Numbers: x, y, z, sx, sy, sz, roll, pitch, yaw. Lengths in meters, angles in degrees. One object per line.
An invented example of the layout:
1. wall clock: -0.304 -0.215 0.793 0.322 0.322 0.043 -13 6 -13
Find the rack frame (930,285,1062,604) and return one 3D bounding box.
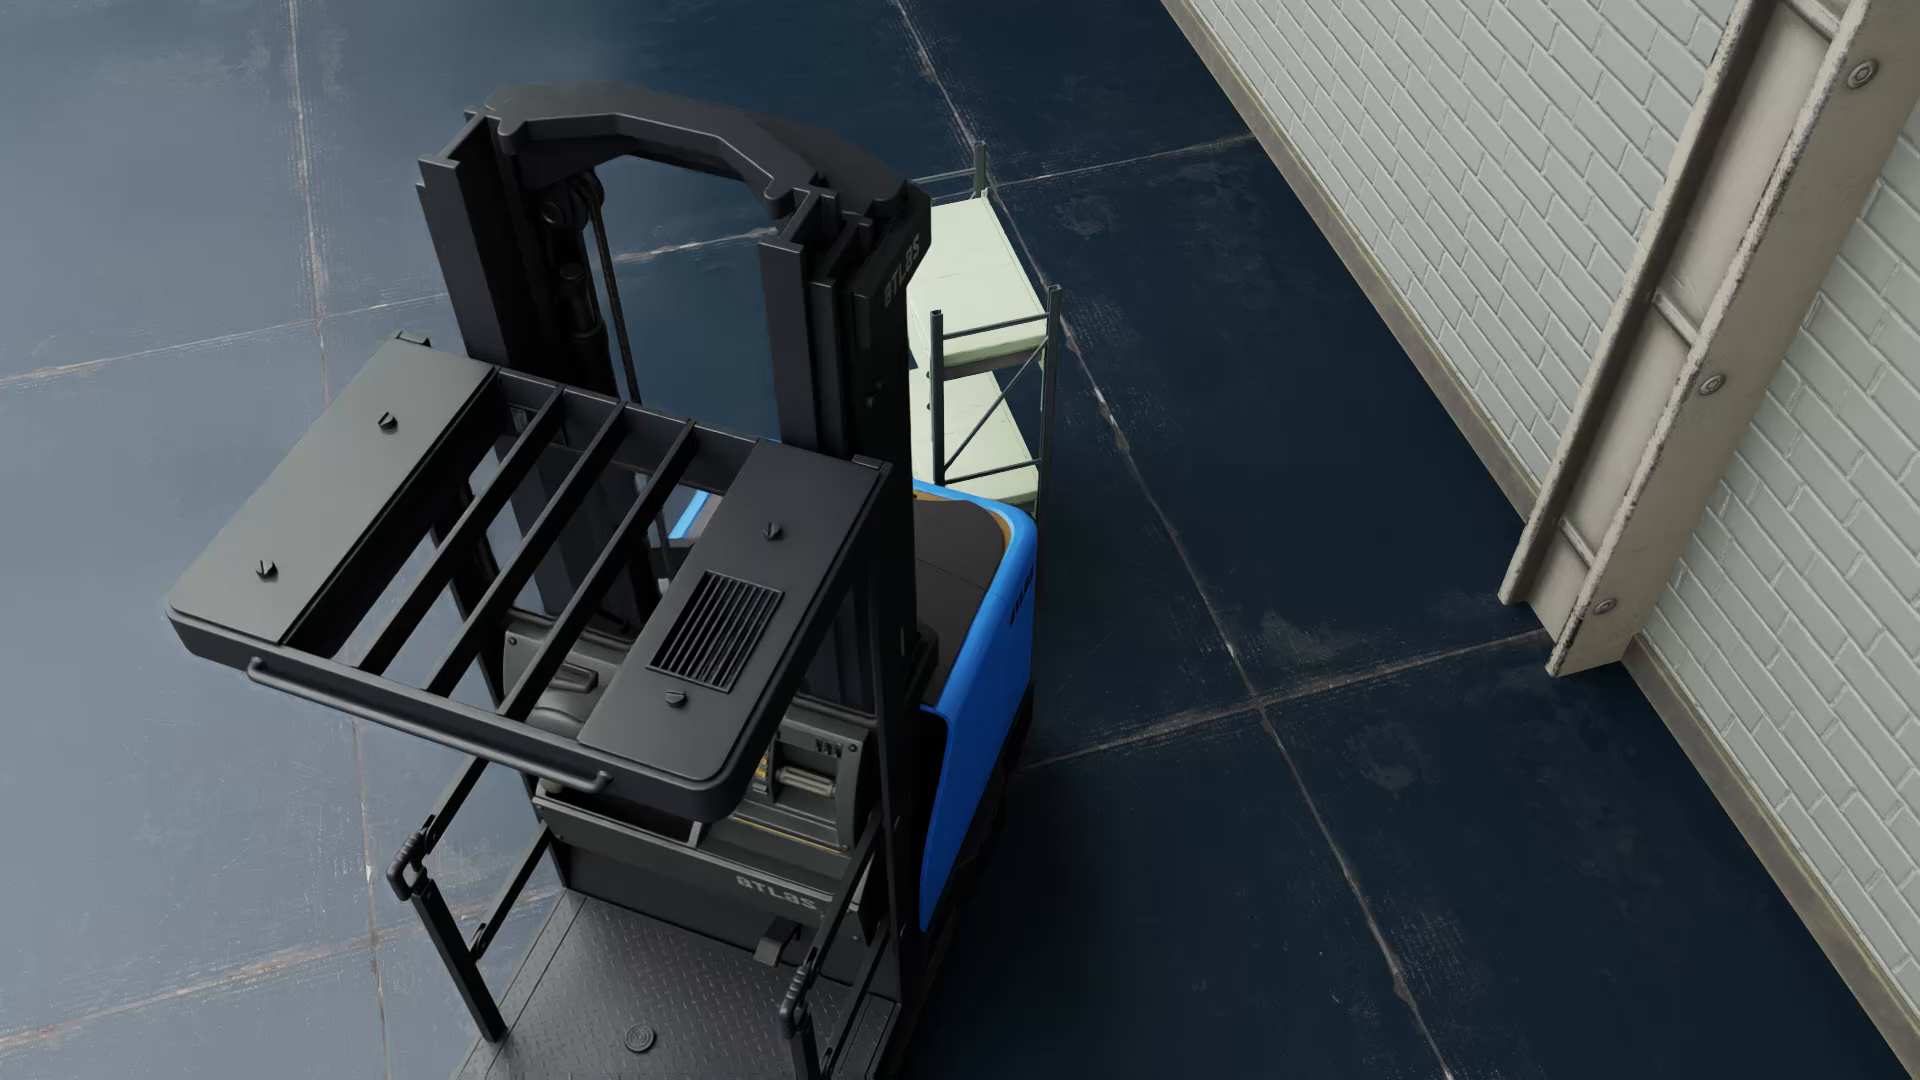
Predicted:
1. rack frame: 0.106 -0.221 5.455 0.400 1.500 0.023 -13 51 -11

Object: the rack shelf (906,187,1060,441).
1. rack shelf: -0.002 -0.740 5.382 0.431 0.370 0.720 -13 51 -11

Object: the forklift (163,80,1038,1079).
1. forklift: -0.738 0.597 3.830 1.130 2.935 3.031 16 52 13

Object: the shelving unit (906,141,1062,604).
1. shelving unit: -0.002 -0.488 5.681 0.431 1.500 0.755 -13 51 -11

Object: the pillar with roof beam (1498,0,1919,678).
1. pillar with roof beam: -1.943 -1.621 1.731 9.100 9.000 0.400 -13 51 -11

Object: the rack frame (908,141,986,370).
1. rack frame: -0.110 -0.756 5.906 0.400 1.500 0.023 -13 51 -11

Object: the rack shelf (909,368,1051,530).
1. rack shelf: -0.002 -0.278 5.930 0.431 0.370 0.720 -13 51 -11
